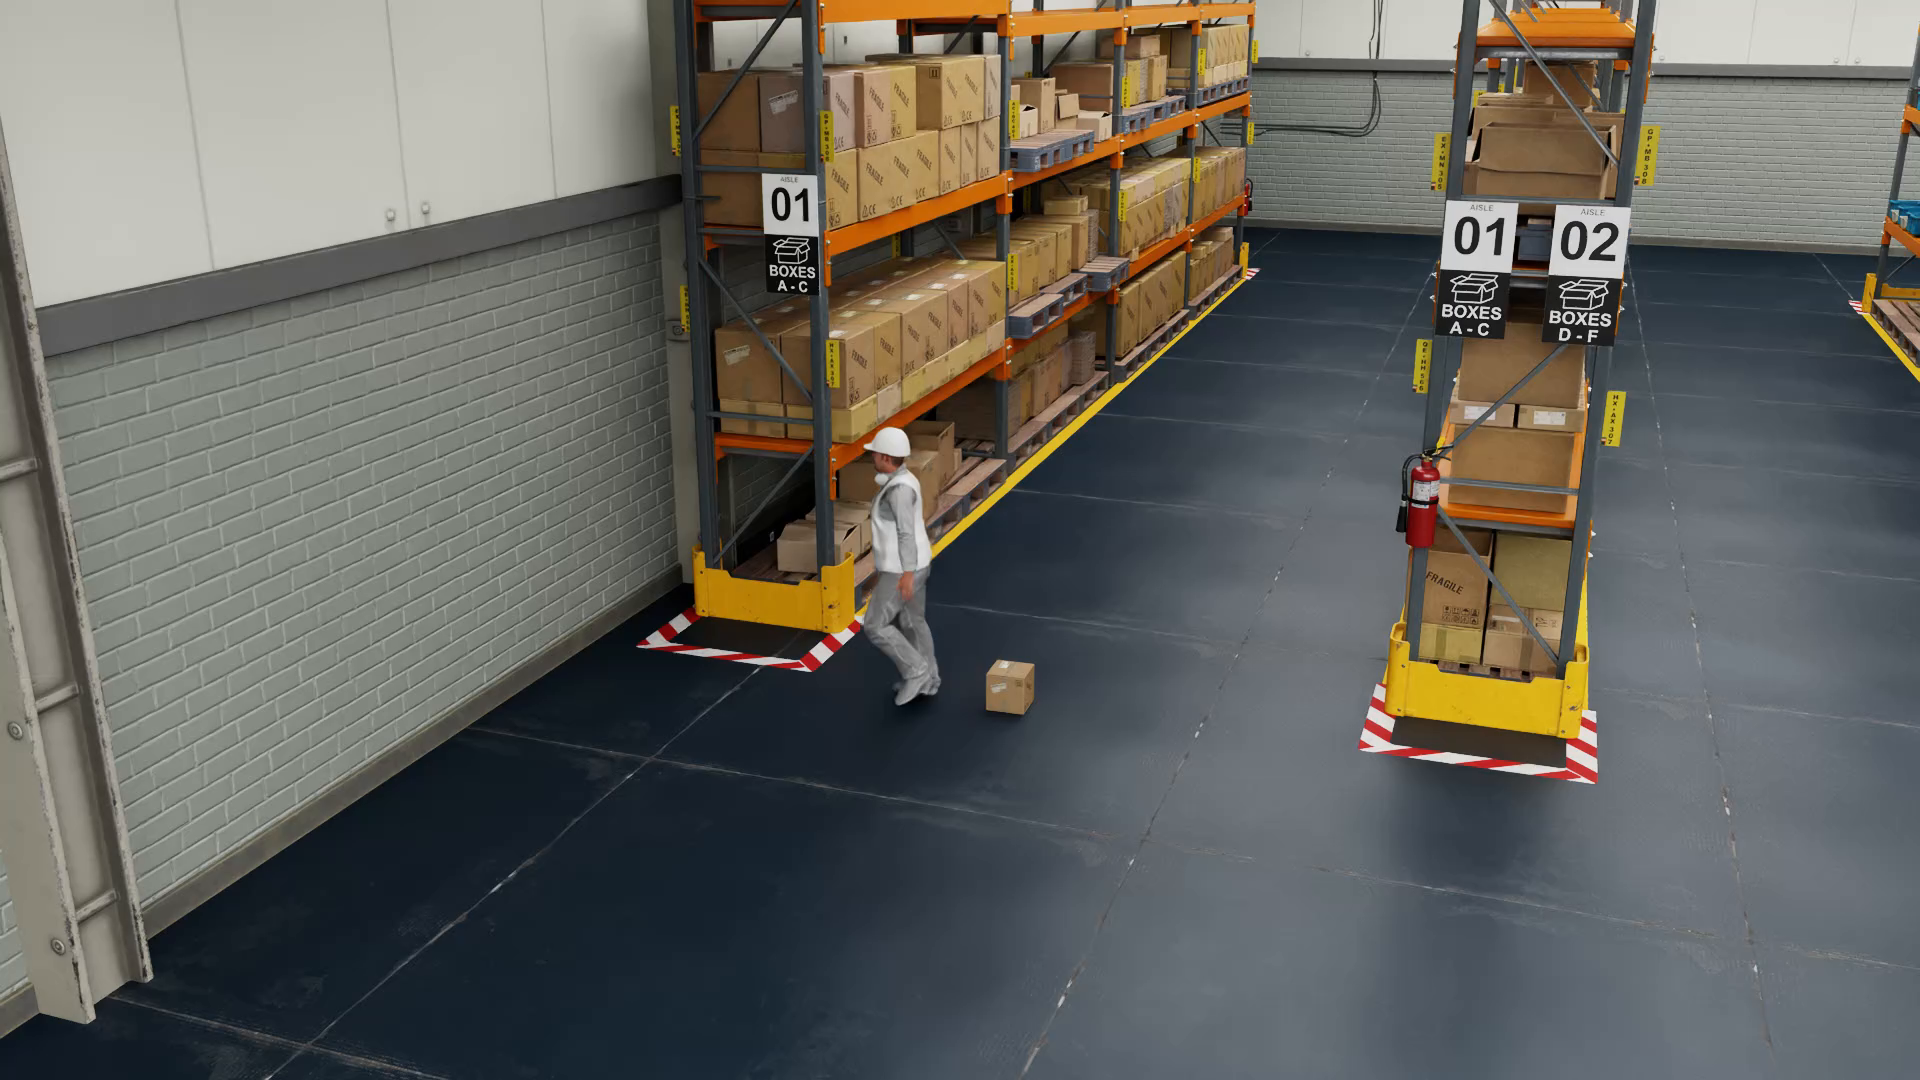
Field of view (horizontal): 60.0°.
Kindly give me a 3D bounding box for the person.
[{"bbox_3d":[-0.360,0.152,10.507,0.488,1.760,0.560,2,19,6],"label":"person"}]
